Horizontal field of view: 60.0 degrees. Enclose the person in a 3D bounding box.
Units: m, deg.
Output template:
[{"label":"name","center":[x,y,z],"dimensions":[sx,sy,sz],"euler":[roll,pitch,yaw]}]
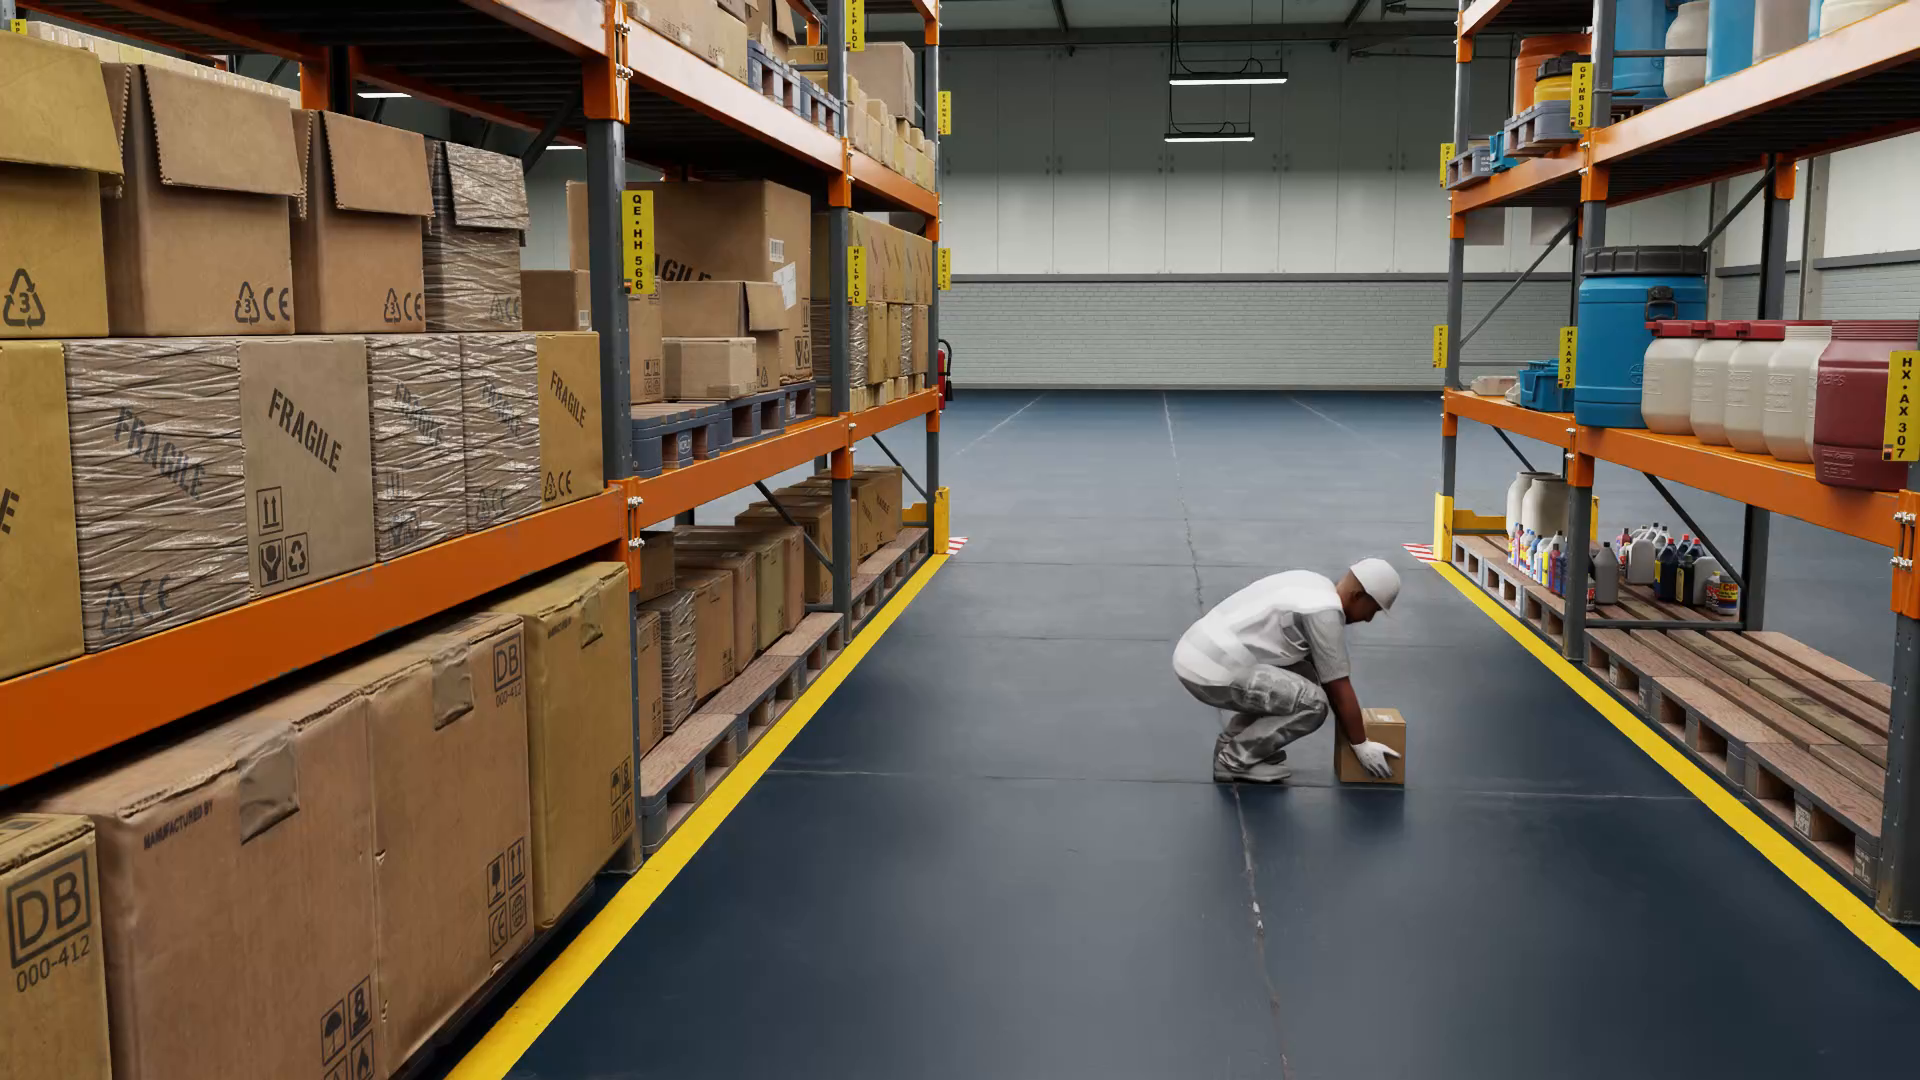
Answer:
[{"label":"person","center":[1.322,0.514,6.773],"dimensions":[0.907,0.886,0.576],"euler":[1,8,6]}]
